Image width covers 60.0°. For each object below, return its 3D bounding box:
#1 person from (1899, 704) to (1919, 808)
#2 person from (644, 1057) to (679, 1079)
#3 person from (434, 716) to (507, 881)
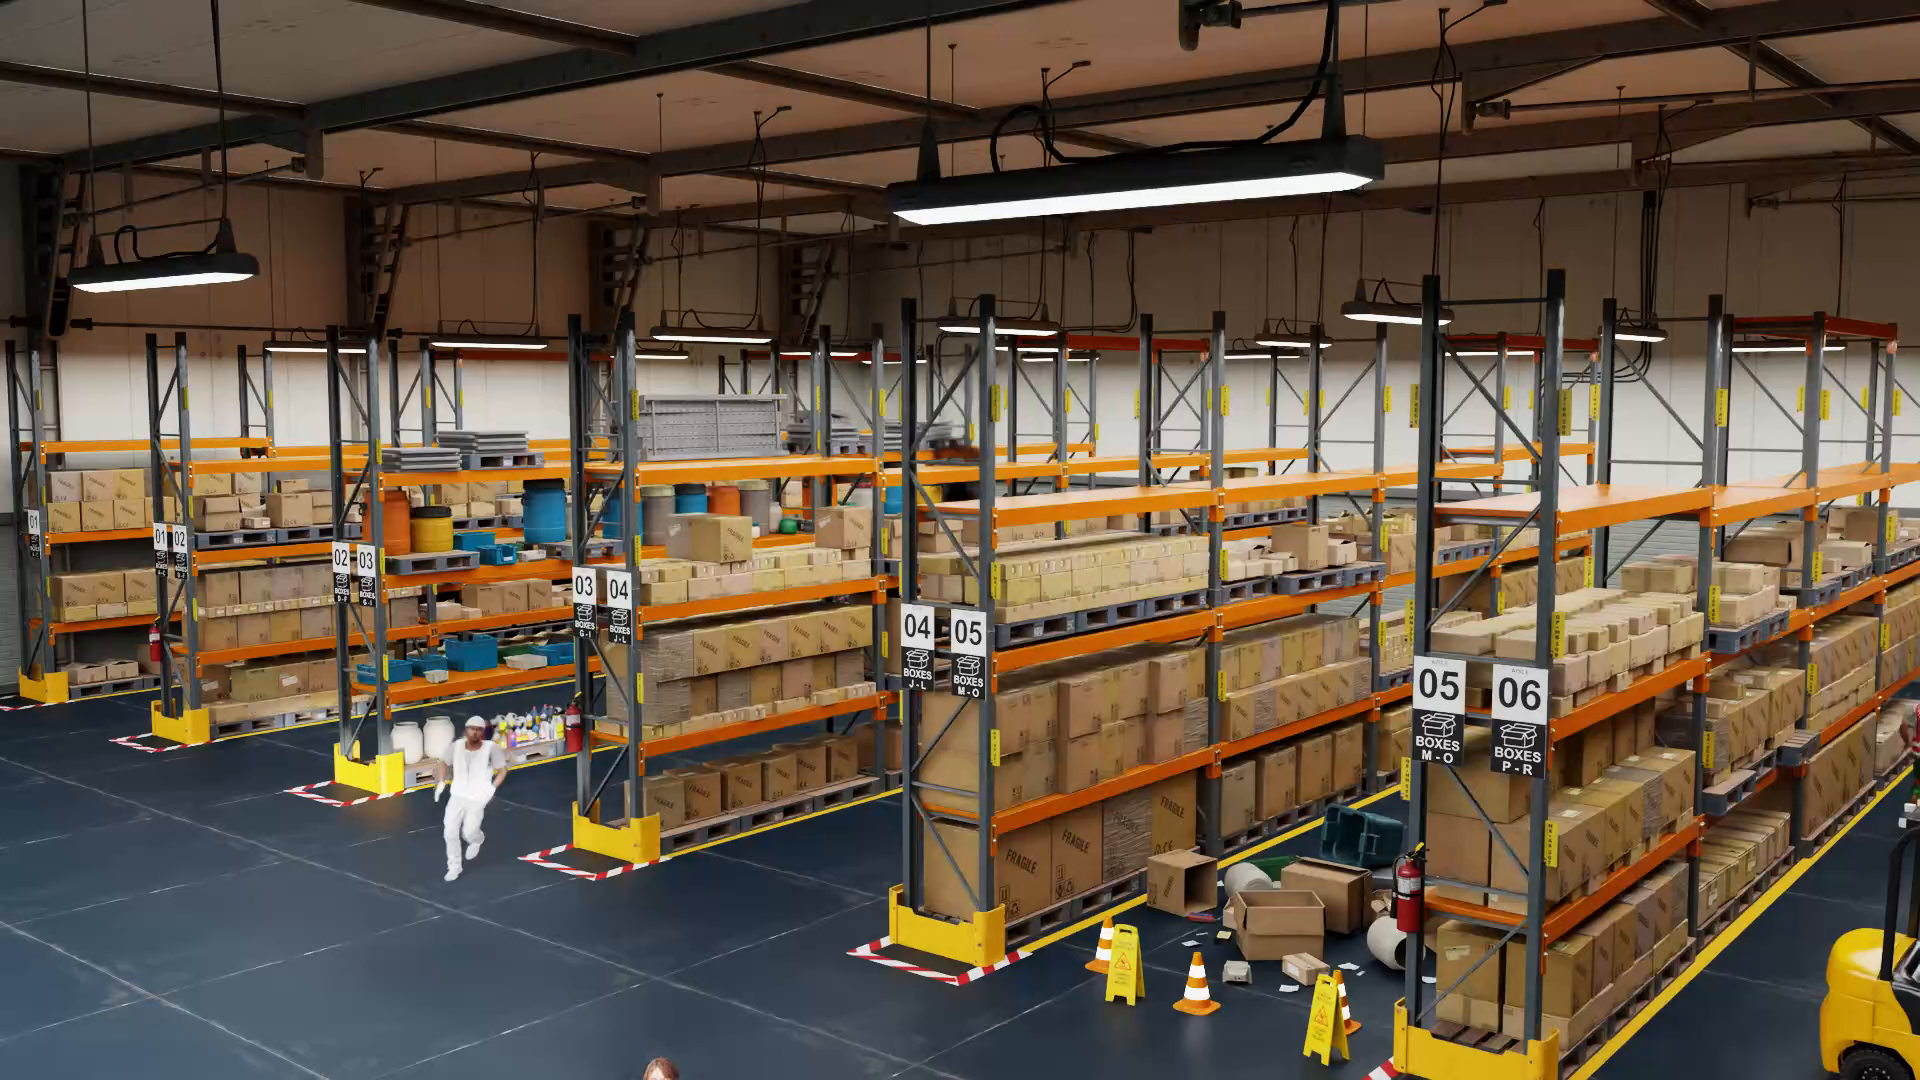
[{"bbox_3d":[11.494,2.535,19.672,0.657,1.741,0.566,4,7,38],"label":"person"},{"bbox_3d":[-1.628,3.580,9.087,0.542,1.546,0.625,-1,5,-10],"label":"person"},{"bbox_3d":[-5.212,2.728,17.775,0.729,1.743,0.610,0,5,3],"label":"person"}]
